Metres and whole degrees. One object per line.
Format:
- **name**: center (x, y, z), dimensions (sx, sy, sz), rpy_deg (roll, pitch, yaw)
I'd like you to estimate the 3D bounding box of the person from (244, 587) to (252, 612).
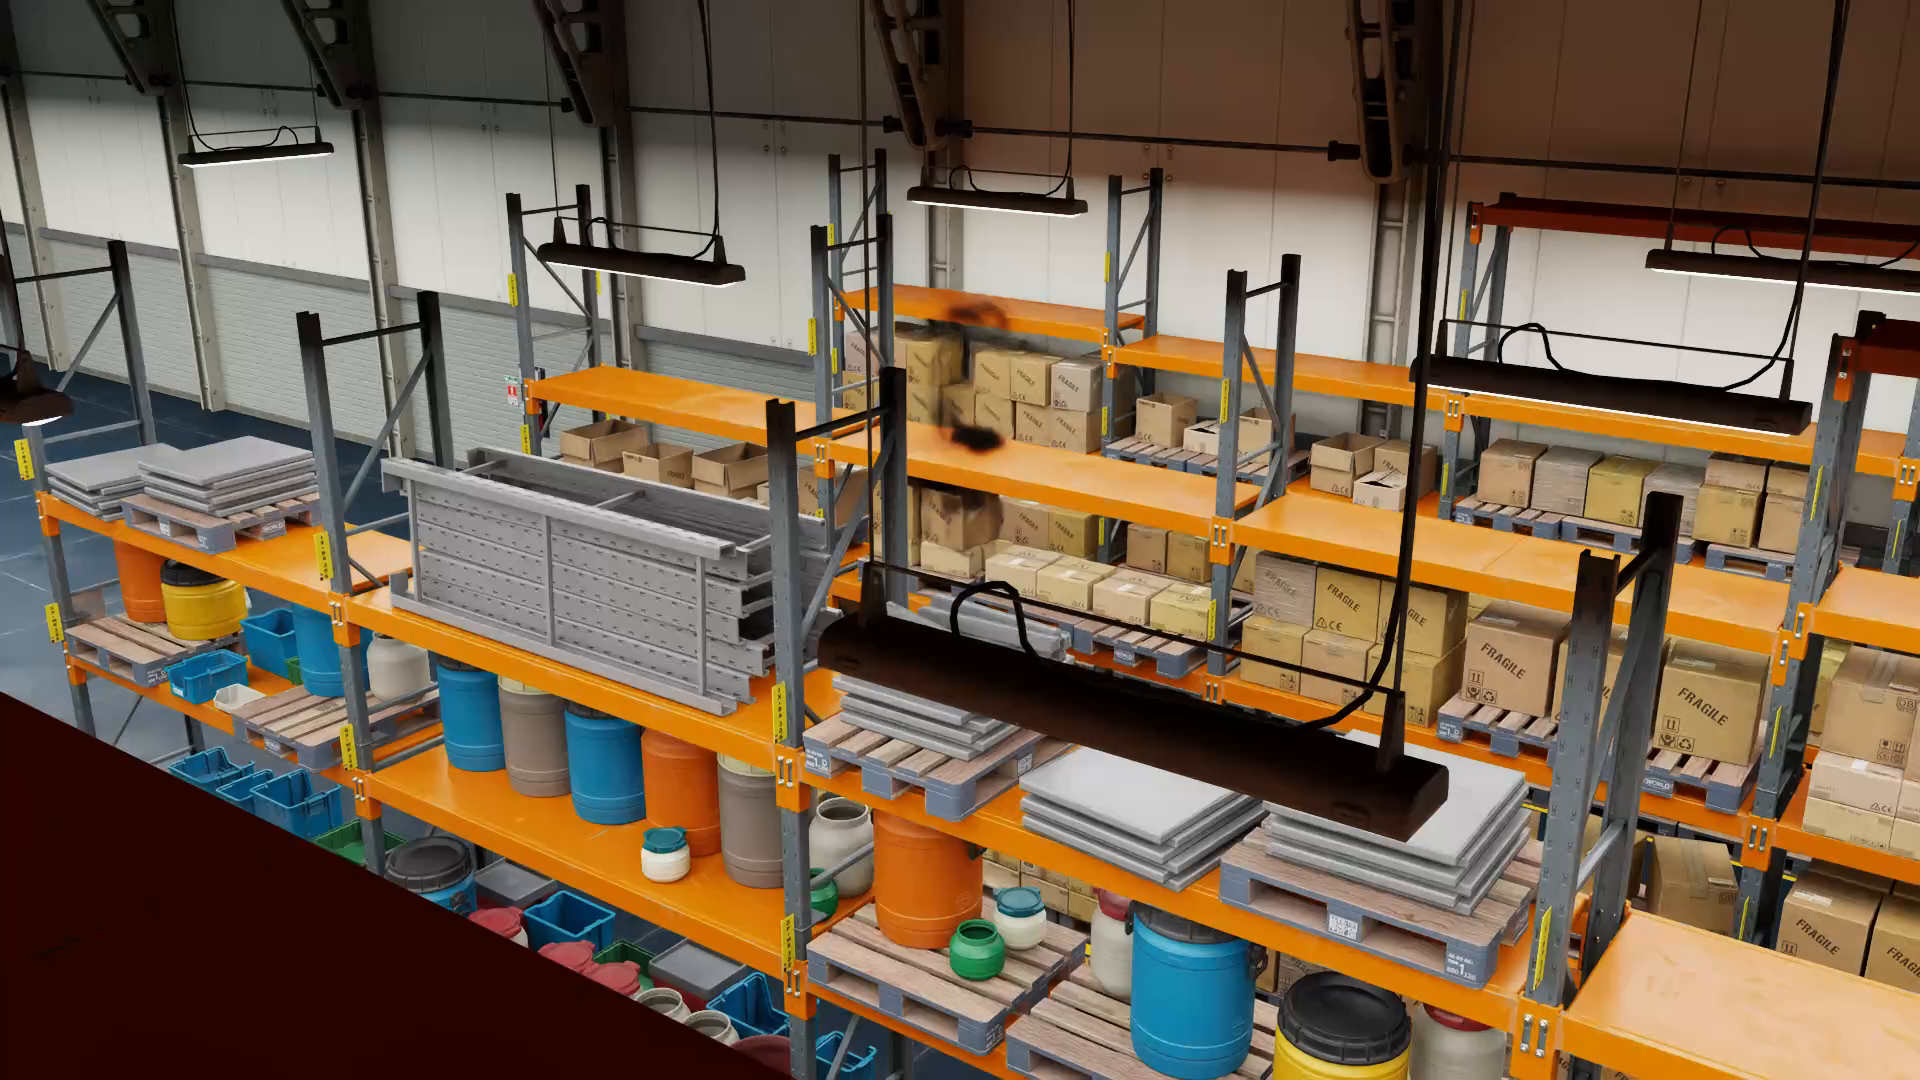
- **person**: center (-8.767, 0.797, 20.071), dimensions (0.701, 1.730, 0.728), rpy_deg (-9, 21, -25)
